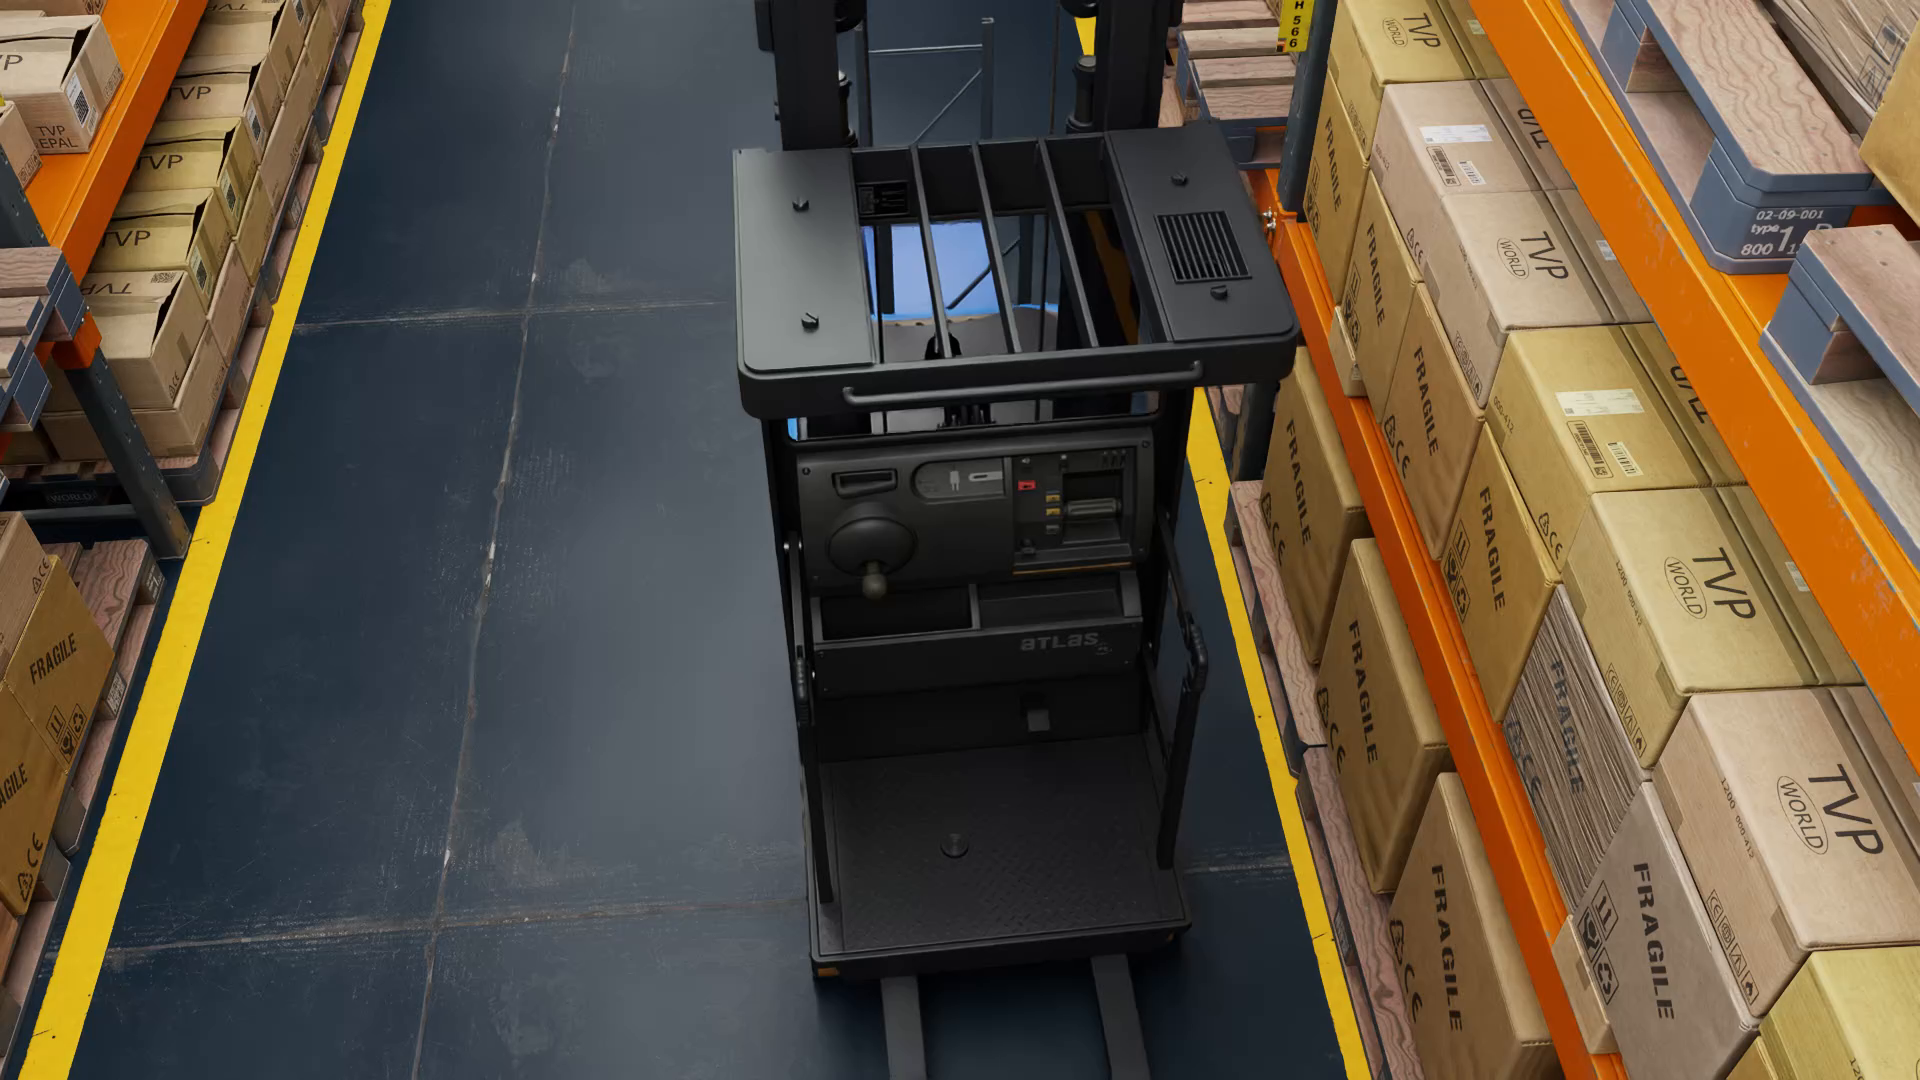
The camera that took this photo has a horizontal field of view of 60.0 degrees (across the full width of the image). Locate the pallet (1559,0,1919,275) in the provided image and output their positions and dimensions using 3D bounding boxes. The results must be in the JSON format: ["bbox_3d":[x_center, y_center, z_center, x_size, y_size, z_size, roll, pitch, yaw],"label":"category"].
[{"bbox_3d":[1.757,-0.968,3.165,1.003,0.211,1.213,-2,47,-1],"label":"pallet"}]

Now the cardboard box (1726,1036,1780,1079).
[{"bbox_3d":[1.599,1.159,2.799,0.500,0.500,0.500,-4,47,-4],"label":"cardboard box"}]

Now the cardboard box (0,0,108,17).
[{"bbox_3d":[-3.539,-2.217,6.215,0.500,0.500,0.500,-6,47,-5],"label":"cardboard box"}]

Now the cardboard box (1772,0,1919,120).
[{"bbox_3d":[1.835,-1.005,2.698,0.700,0.500,0.500,-4,47,-3],"label":"cardboard box"}]

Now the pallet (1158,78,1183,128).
[{"bbox_3d":[1.391,-1.760,7.772,1.003,0.211,1.213,-3,47,-3],"label":"pallet"}]

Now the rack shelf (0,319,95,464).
[{"bbox_3d":[-3.215,0.725,3.993,1.077,0.370,4.000,-3,47,-3],"label":"rack shelf"}]

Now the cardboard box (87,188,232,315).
[{"bbox_3d":[-3.186,-1.137,6.479,0.500,0.311,0.500,-5,47,-4],"label":"cardboard box"}]

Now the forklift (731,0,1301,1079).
[{"bbox_3d":[0.073,0.030,4.203,1.130,2.935,3.031,-5,47,-4],"label":"forklift"}]

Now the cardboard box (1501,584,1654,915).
[{"bbox_3d":[1.513,0.426,3.493,0.500,0.500,0.500,-3,47,-3],"label":"cardboard box"}]

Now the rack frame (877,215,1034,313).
[{"bbox_3d":[-0.014,-0.590,5.775,0.500,1.500,0.032,-5,47,-4],"label":"rack frame"}]

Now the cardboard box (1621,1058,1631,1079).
[{"bbox_3d":[1.557,1.102,3.300,0.380,0.149,0.250,-2,47,-2],"label":"cardboard box"}]

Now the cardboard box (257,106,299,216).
[{"bbox_3d":[-3.268,-1.675,7.375,0.500,0.250,0.500,-3,47,-2],"label":"cardboard box"}]

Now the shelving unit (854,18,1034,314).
[{"bbox_3d":[-0.071,-0.956,6.123,0.538,1.500,1.048,-5,47,-4],"label":"shelving unit"}]

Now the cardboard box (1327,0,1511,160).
[{"bbox_3d":[1.337,-1.309,4.620,0.500,0.250,0.500,-2,47,-2],"label":"cardboard box"}]

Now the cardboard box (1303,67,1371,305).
[{"bbox_3d":[1.339,-1.050,4.891,0.500,0.500,0.500,-2,47,-2],"label":"cardboard box"}]

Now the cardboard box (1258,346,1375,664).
[{"bbox_3d":[1.485,-0.138,5.506,0.750,0.750,0.750,-4,47,-4],"label":"cardboard box"}]

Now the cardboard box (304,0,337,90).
[{"bbox_3d":[-3.353,-2.414,8.075,0.500,0.250,0.500,-4,47,-4],"label":"cardboard box"}]

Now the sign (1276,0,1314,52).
[{"bbox_3d":[1.014,-1.604,4.960,0.100,0.325,0.005,-3,47,-3],"label":"sign"}]

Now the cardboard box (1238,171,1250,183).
[{"bbox_3d":[1.514,-1.462,6.988,0.700,0.500,0.500,-4,47,-3],"label":"cardboard box"}]

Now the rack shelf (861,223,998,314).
[{"bbox_3d":[-0.071,-0.833,6.253,0.538,0.185,1.000,-5,47,-4],"label":"rack shelf"}]

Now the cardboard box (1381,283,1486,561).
[{"bbox_3d":[1.415,-0.311,4.191,0.500,0.500,0.500,-4,47,-3],"label":"cardboard box"}]

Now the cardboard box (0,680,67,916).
[{"bbox_3d":[-3.027,0.776,4.868,0.500,0.500,0.500,-5,47,-5],"label":"cardboard box"}]

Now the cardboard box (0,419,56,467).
[{"bbox_3d":[-3.669,-0.534,6.294,0.500,0.250,0.500,-2,47,-2],"label":"cardboard box"}]

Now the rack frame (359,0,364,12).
[{"bbox_3d":[-3.717,-3.863,7.843,1.000,3.000,0.127,-3,47,-3],"label":"rack frame"}]

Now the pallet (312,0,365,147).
[{"bbox_3d":[-3.616,-2.374,8.353,1.003,0.211,1.213,-3,47,-3],"label":"pallet"}]

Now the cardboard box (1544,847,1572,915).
[{"bbox_3d":[1.522,0.733,3.649,0.380,0.149,0.250,-3,47,-3],"label":"cardboard box"}]

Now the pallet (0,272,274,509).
[{"bbox_3d":[-3.412,-0.608,6.681,1.003,0.211,1.213,-3,47,-3],"label":"pallet"}]

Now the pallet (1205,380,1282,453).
[{"bbox_3d":[1.490,-0.880,6.938,1.003,0.211,1.213,-3,47,-3],"label":"pallet"}]

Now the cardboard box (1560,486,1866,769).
[{"bbox_3d":[1.519,0.158,3.231,0.500,0.250,0.500,-3,47,-3],"label":"cardboard box"}]

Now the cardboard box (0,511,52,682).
[{"bbox_3d":[-3.061,0.184,4.912,0.500,0.250,0.500,-2,47,-2],"label":"cardboard box"}]

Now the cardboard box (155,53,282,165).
[{"bbox_3d":[-3.270,-1.878,7.181,0.500,0.311,0.500,-4,47,-4],"label":"cardboard box"}]

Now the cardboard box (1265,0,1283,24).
[{"bbox_3d":[1.431,-2.201,5.897,0.700,0.500,0.500,-7,47,-7],"label":"cardboard box"}]

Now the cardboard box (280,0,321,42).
[{"bbox_3d":[-3.348,-2.603,7.868,0.500,0.311,0.500,-2,47,-2],"label":"cardboard box"}]

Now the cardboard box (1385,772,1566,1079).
[{"bbox_3d":[1.627,1.111,4.324,0.750,0.750,0.750,-2,47,-2],"label":"cardboard box"}]

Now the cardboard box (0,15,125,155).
[{"bbox_3d":[-3.264,-1.597,5.758,0.500,0.311,0.500,-4,47,-4],"label":"cardboard box"}]

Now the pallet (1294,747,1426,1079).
[{"bbox_3d":[1.644,1.141,5.024,1.003,0.211,1.213,-3,47,-3],"label":"pallet"}]

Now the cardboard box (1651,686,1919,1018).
[{"bbox_3d":[1.561,0.527,2.881,0.500,0.250,0.500,-3,47,-2],"label":"cardboard box"}]

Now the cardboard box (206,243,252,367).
[{"bbox_3d":[-3.176,-0.929,6.668,0.500,0.250,0.500,-5,47,-4],"label":"cardboard box"}]

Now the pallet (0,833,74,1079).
[{"bbox_3d":[-3.258,1.413,4.767,1.003,0.211,1.213,-3,47,-3],"label":"pallet"}]

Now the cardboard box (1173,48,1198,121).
[{"bbox_3d":[1.393,-2.185,7.672,0.700,0.500,0.500,-3,47,-3],"label":"cardboard box"}]

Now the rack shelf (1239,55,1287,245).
[{"bbox_3d":[1.386,-2.473,7.021,1.077,0.370,4.000,-3,47,-3],"label":"rack shelf"}]
